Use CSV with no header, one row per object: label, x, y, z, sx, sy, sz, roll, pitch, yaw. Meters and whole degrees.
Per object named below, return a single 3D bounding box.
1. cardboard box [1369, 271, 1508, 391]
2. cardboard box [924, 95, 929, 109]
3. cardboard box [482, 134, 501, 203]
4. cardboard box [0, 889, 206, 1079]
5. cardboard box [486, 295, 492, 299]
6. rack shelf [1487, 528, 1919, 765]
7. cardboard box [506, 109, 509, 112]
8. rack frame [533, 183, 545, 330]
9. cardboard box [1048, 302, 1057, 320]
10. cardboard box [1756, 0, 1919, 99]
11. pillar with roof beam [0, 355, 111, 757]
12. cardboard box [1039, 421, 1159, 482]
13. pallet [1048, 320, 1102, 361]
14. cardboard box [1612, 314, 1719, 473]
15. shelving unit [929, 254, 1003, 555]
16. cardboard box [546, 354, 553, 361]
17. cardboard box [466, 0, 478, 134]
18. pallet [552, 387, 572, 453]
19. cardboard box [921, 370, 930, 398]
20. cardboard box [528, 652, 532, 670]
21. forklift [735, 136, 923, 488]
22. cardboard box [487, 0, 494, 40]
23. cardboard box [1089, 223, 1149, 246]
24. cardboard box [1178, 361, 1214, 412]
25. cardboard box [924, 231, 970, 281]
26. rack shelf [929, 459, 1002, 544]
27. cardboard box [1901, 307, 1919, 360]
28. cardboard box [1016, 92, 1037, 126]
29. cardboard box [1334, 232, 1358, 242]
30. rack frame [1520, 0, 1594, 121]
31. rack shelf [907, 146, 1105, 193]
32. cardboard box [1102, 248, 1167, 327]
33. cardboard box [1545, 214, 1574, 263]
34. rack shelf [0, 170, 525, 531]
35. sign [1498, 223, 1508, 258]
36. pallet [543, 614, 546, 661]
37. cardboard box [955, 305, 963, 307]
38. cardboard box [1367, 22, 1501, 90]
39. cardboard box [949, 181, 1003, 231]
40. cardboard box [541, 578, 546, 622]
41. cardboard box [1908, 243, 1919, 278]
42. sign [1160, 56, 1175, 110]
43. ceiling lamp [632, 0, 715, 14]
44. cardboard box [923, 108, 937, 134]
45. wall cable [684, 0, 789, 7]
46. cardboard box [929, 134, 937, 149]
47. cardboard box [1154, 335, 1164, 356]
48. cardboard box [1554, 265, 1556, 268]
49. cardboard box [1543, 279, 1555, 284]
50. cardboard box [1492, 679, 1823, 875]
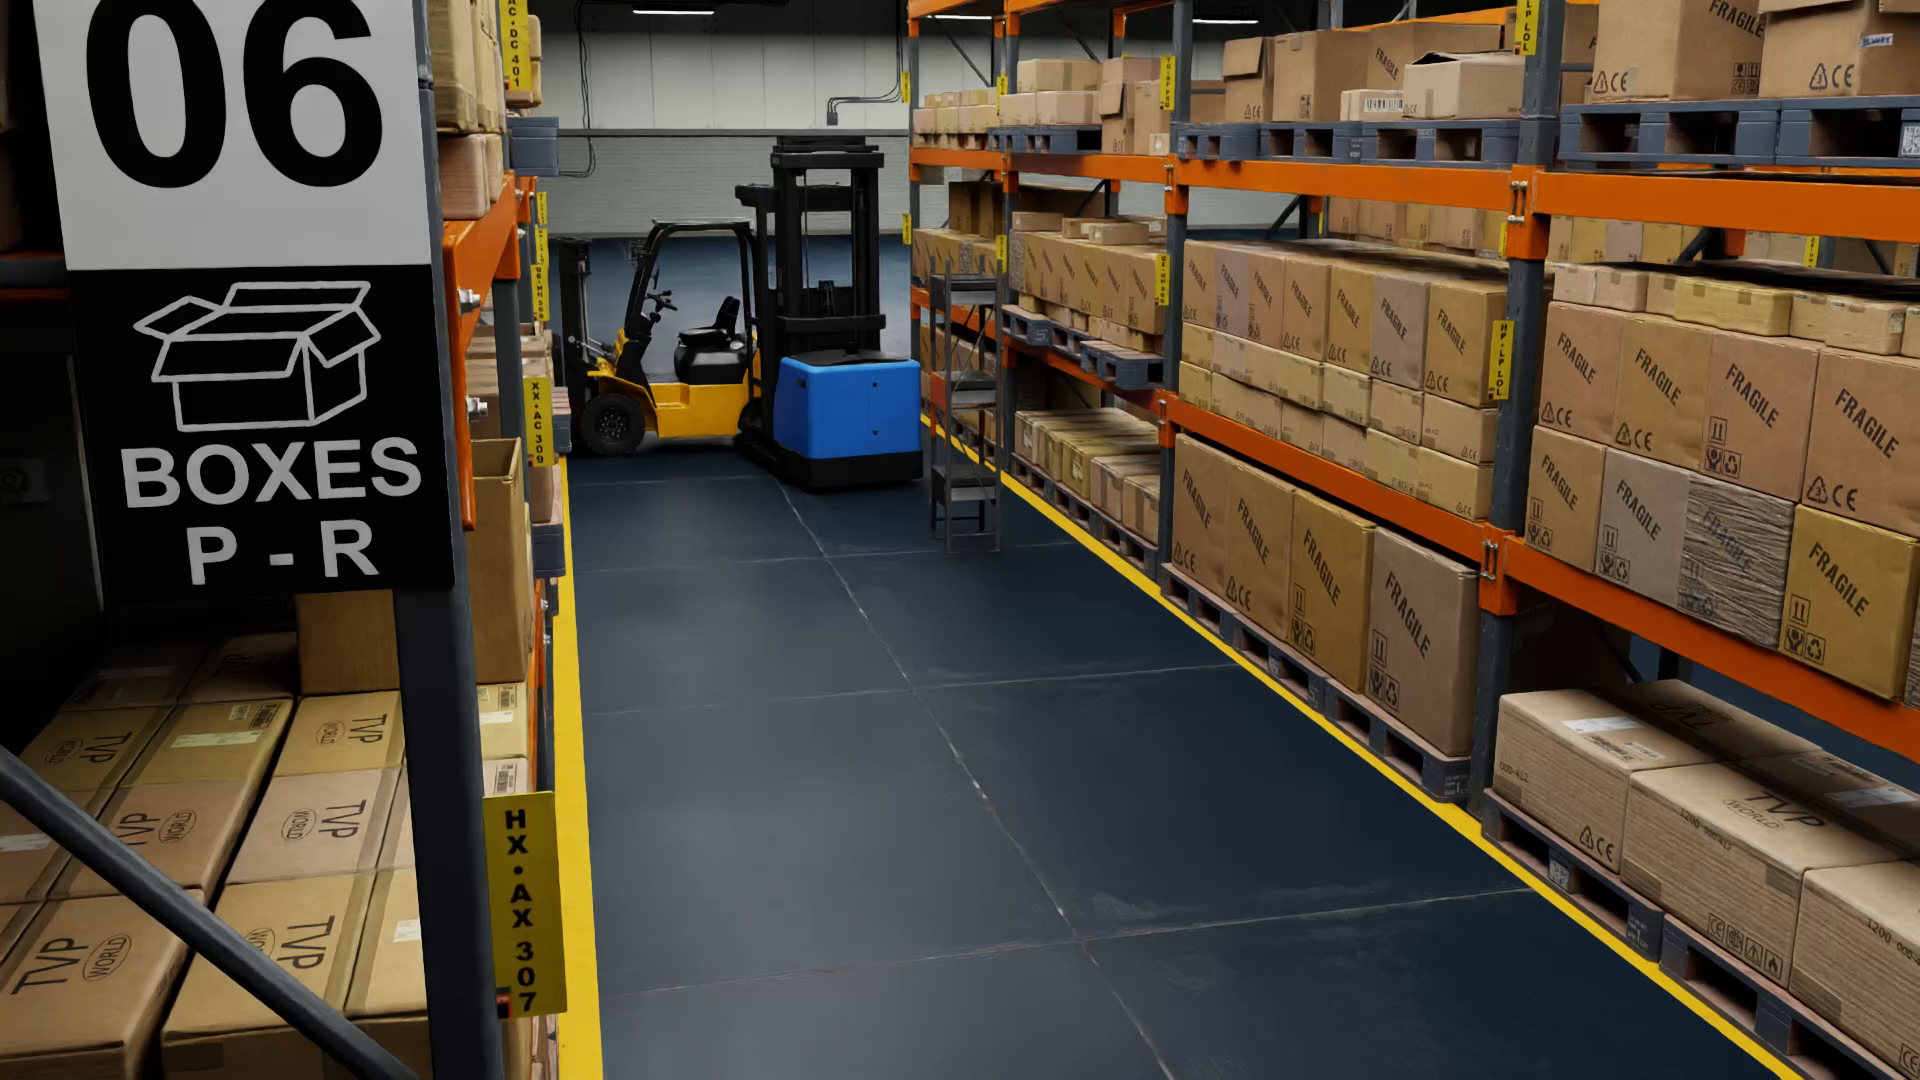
cardboard box,2.289,-0.995,7.862,0.500,0.500,0.500,-3,14,-12
cardboard box,-0.167,-4.650,17.670,0.380,0.149,0.250,-3,14,-14
cardboard box,-1.233,-0.833,3.726,0.380,0.149,0.250,-3,14,-13
cardboard box,-1.484,0.785,2.585,0.500,0.250,0.500,-3,14,-12
cardboard box,-2.935,-1.471,10.550,0.380,0.149,0.250,-3,14,-12
rack shelf,3.236,0.558,5.338,1.077,0.370,4.000,-3,14,-13
cardboard box,-2.680,-2.408,9.117,0.380,0.149,0.250,-3,14,-12
rack frame,-4.876,-2.744,17.337,1.000,3.000,0.127,-3,14,-13
cardboard box,0.921,-1.854,13.341,0.380,0.149,0.250,-3,14,-12
cardboard box,3.114,-1.703,5.445,0.797,0.503,0.637,-2,14,-9
pillar with roof beam,1.414,-2.919,5.413,9.100,9.000,0.400,-3,14,-13
cardboard box,1.185,-0.739,13.785,0.950,0.372,0.625,-2,14,-10
pallet,1.322,-1.537,12.801,1.003,0.211,1.213,-3,14,-13
cardboard box,2.755,-0.547,6.028,0.500,0.500,0.500,-3,14,-14
shelving unit,0.039,-0.982,12.022,0.431,2.100,0.503,-3,14,-13
cardboard box,-3.983,-1.537,15.198,0.500,0.250,0.500,-3,14,-11
cardboard box,-1.096,-0.815,2.812,0.500,0.250,0.500,-3,14,-12
pallet,-2.770,-0.652,9.181,1.213,0.211,1.003,-3,14,-13
cardboard box,-0.131,-1.688,17.924,0.500,0.250,0.500,-3,14,-14
cardboard box,-1.571,0.324,5.311,0.380,0.149,0.250,-3,14,-12
forklift,-1.371,-2.169,15.128,1.130,2.935,3.031,-6,15,-23
cardboard box,-1.577,-1.527,4.674,0.500,0.250,0.500,-4,14,-14
cardboard box,1.168,-2.249,12.225,0.380,0.149,0.250,-4,14,-16
cardboard box,1.697,-0.976,10.417,0.500,0.250,0.500,-4,14,-14
cardboard box,-0.086,-2.970,17.426,0.500,0.500,0.500,-3,14,-11
rack shelf,0.039,-0.289,12.191,0.431,0.518,0.480,-3,14,-13
cardboard box,3.030,-0.604,4.895,0.380,0.149,0.250,-3,14,-11
cardboard box,0.755,-3.413,13.186,0.500,0.250,0.500,-3,14,-14
cardboard box,4.867,-3.310,19.339,0.875,0.550,0.550,-3,14,-13
rack frame,2.766,-3.167,6.429,1.000,3.000,0.127,-3,14,-13
rack shelf,0.418,-3.667,16.313,1.077,0.370,4.000,-3,14,-13
cardboard box,1.318,-1.781,11.673,0.500,0.500,0.500,-4,14,-14
cardboard box,5.798,-2.818,15.322,0.700,0.500,0.500,-4,14,-14
rack shelf,-1.588,-0.622,3.846,1.077,0.370,4.000,-3,14,-13
sign,5.136,-2.825,15.680,0.100,0.325,0.005,-3,14,-13
pallet,-2.859,0.631,9.400,1.003,0.211,1.213,-3,14,-13
cardboard box,0.147,-2.386,16.401,0.380,0.149,0.250,-3,14,-13
cardboard box,2.523,-2.495,8.903,0.500,0.500,0.500,-3,14,-13
cardboard box,0.280,-3.594,17.874,0.700,0.500,0.500,-4,14,-15
cardboard box,-2.689,0.198,9.679,0.500,0.500,0.500,-3,14,-12
cardboard box,10.475,-2.951,17.348,0.875,0.500,0.500,-3,14,-13
sign,1.299,-2.854,10.379,0.100,0.325,0.005,-3,14,-13
ceiling lamp,-7.110,-14.577,40.831,2.000,3.185,0.800,-3,14,-13
cardboard box,-0.084,-4.302,17.086,0.500,0.250,0.500,-3,14,-14
wall cable,-6.403,-16.599,47.725,3.097,2.526,0.112,-3,14,-13
cardboard box,-0.112,-4.143,17.274,0.380,0.149,0.250,-3,14,-12
cardboard box,1.521,-1.320,11.154,0.380,0.149,0.250,-3,14,-11
cardboard box,5.656,-2.193,14.874,0.500,0.500,0.500,-3,14,-13
cardboard box,2.942,-0.905,7.492,0.500,0.500,0.500,-3,14,-13
cardboard box,2.809,0.939,6.778,0.875,0.438,0.875,-3,14,-14
